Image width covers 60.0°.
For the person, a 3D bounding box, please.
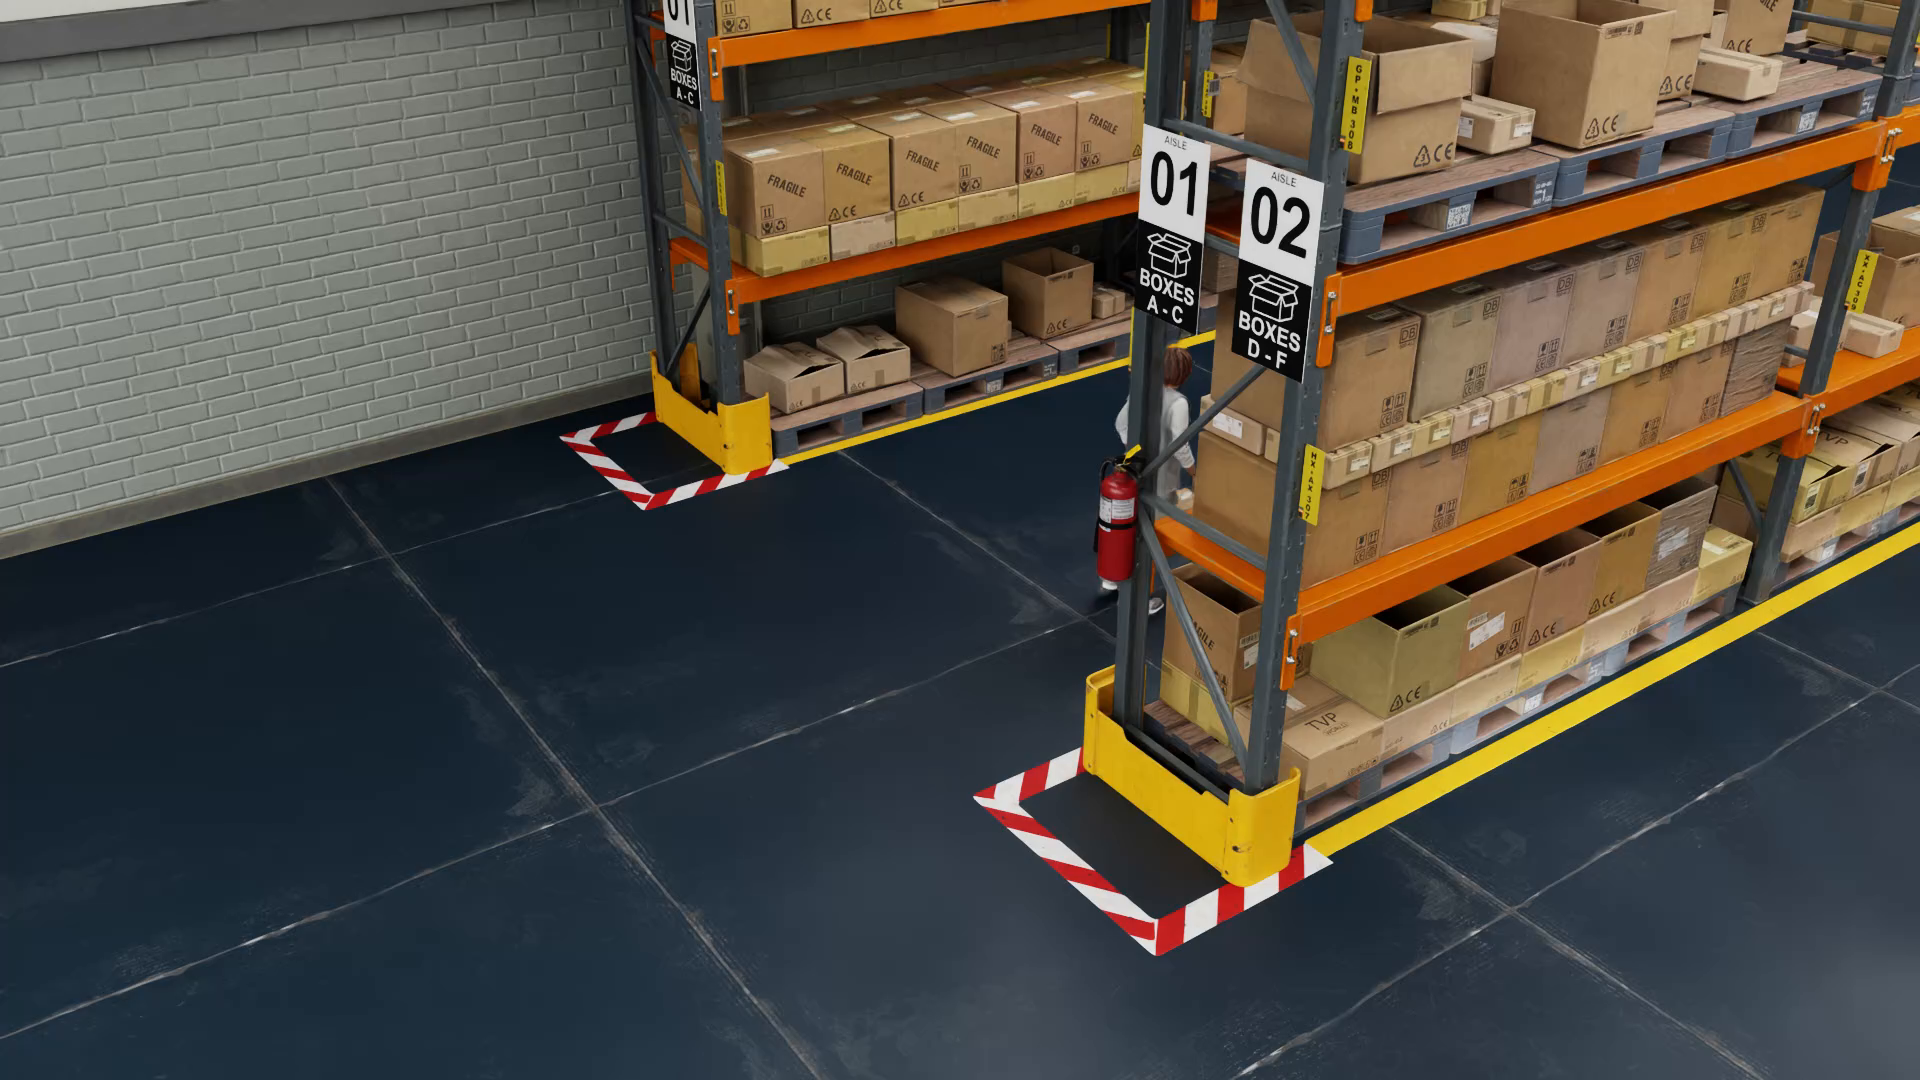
[{"bbox_3d":[1.071,-0.336,9.289,0.461,1.551,0.550,-17,33,-28],"label":"person"}]
